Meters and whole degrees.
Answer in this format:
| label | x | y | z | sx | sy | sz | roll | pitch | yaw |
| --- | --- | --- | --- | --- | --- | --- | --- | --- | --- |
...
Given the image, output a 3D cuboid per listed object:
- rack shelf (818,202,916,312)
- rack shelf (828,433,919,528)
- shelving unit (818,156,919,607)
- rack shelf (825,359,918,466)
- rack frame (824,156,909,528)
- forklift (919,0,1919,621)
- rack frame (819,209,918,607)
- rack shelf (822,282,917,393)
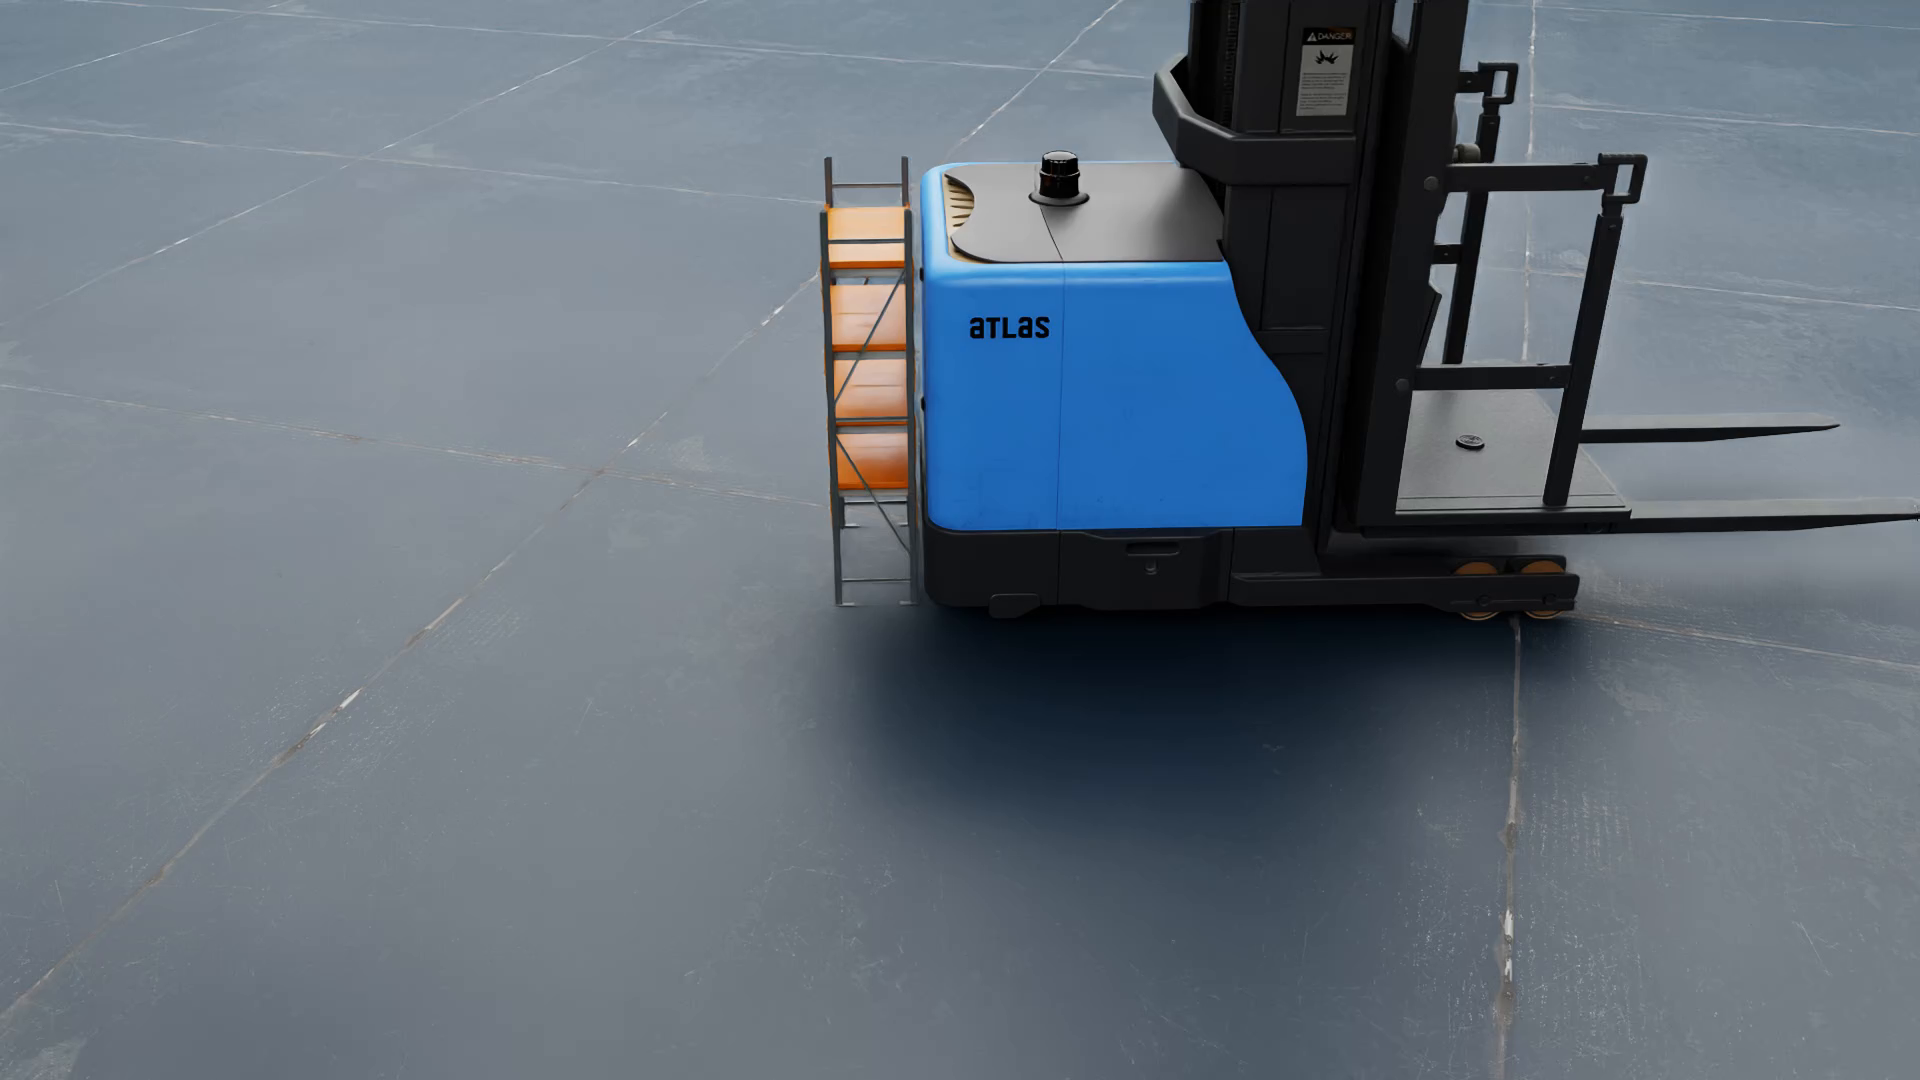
| label | x | y | z | sx | sy | sz | roll | pitch | yaw |
| --- | --- | --- | --- | --- | --- | --- | --- | --- | --- |
| rack shelf | -0.256 | -0.794 | 4.635 | 0.258 | 0.148 | 0.480 | -1 | 29 | -2 |
| rack shelf | -0.256 | -0.218 | 4.955 | 0.258 | 0.148 | 0.480 | -1 | 29 | -2 |
| shelving unit | -0.256 | -0.451 | 4.826 | 0.258 | 1.200 | 0.503 | -1 | 29 | -2 |
| rack shelf | -0.256 | -0.392 | 4.859 | 0.258 | 0.148 | 0.480 | -1 | 29 | -2 |
| rack frame | -0.267 | -0.569 | 5.039 | 0.240 | 1.200 | 0.015 | -1 | 29 | -2 |
| forklift | 1.396 | -1.305 | 4.581 | 3.031 | 2.935 | 1.130 | -1 | 29 | -2 |
| rack frame | -0.246 | -0.332 | 4.613 | 0.240 | 1.200 | 0.015 | -1 | 29 | -2 |
| rack shelf | -0.256 | -0.587 | 4.750 | 0.258 | 0.148 | 0.480 | -1 | 29 | -2 |
